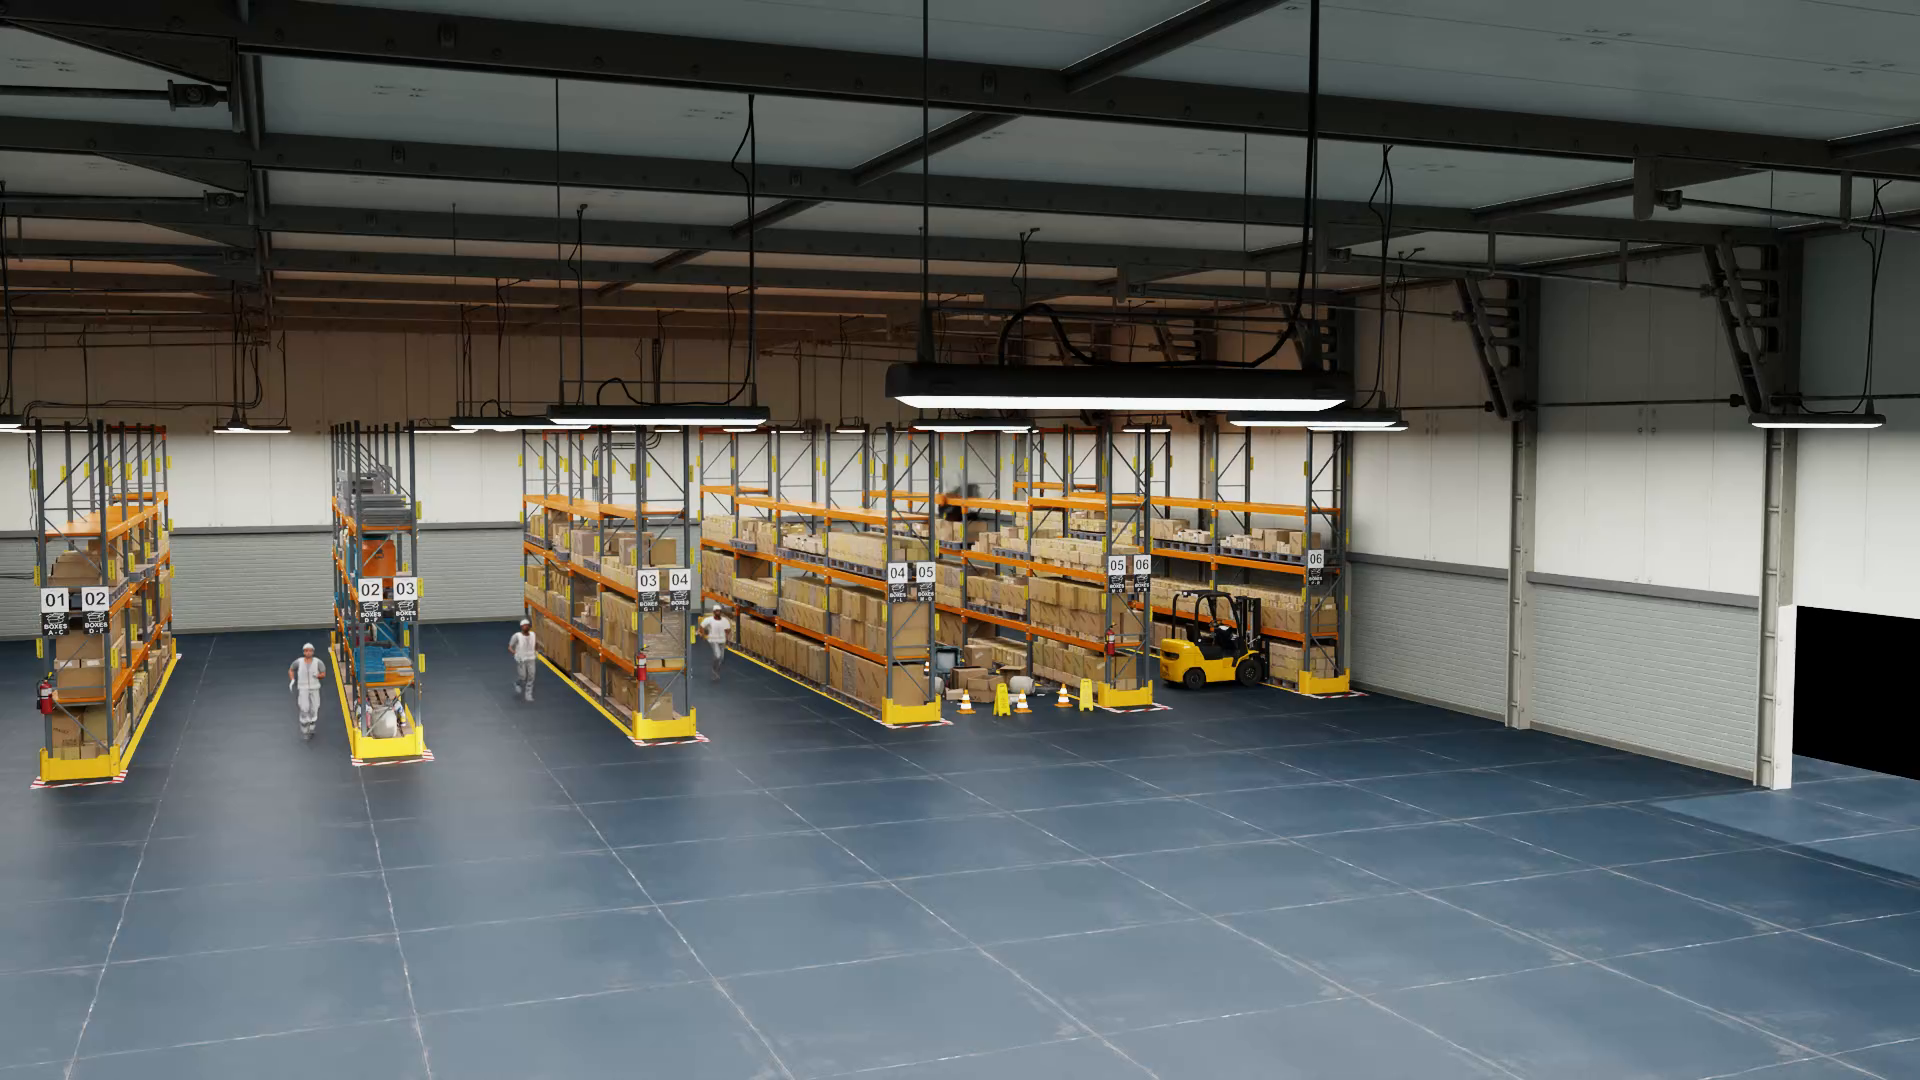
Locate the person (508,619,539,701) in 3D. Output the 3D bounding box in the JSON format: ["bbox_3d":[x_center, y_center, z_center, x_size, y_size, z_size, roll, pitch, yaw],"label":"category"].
[{"bbox_3d":[-9.410,2.593,36.009,0.700,1.752,0.799,-3,4,-36],"label":"person"}]

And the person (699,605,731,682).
[{"bbox_3d":[-5.673,2.417,38.879,0.671,1.801,0.728,-2,4,-34],"label":"person"}]

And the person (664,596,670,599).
[{"bbox_3d":[-8.068,2.040,46.026,0.638,1.625,0.500,-1,4,-12],"label":"person"}]

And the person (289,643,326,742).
[{"bbox_3d":[-12.302,2.868,31.395,0.643,1.839,0.762,-2,4,-28],"label":"person"}]
